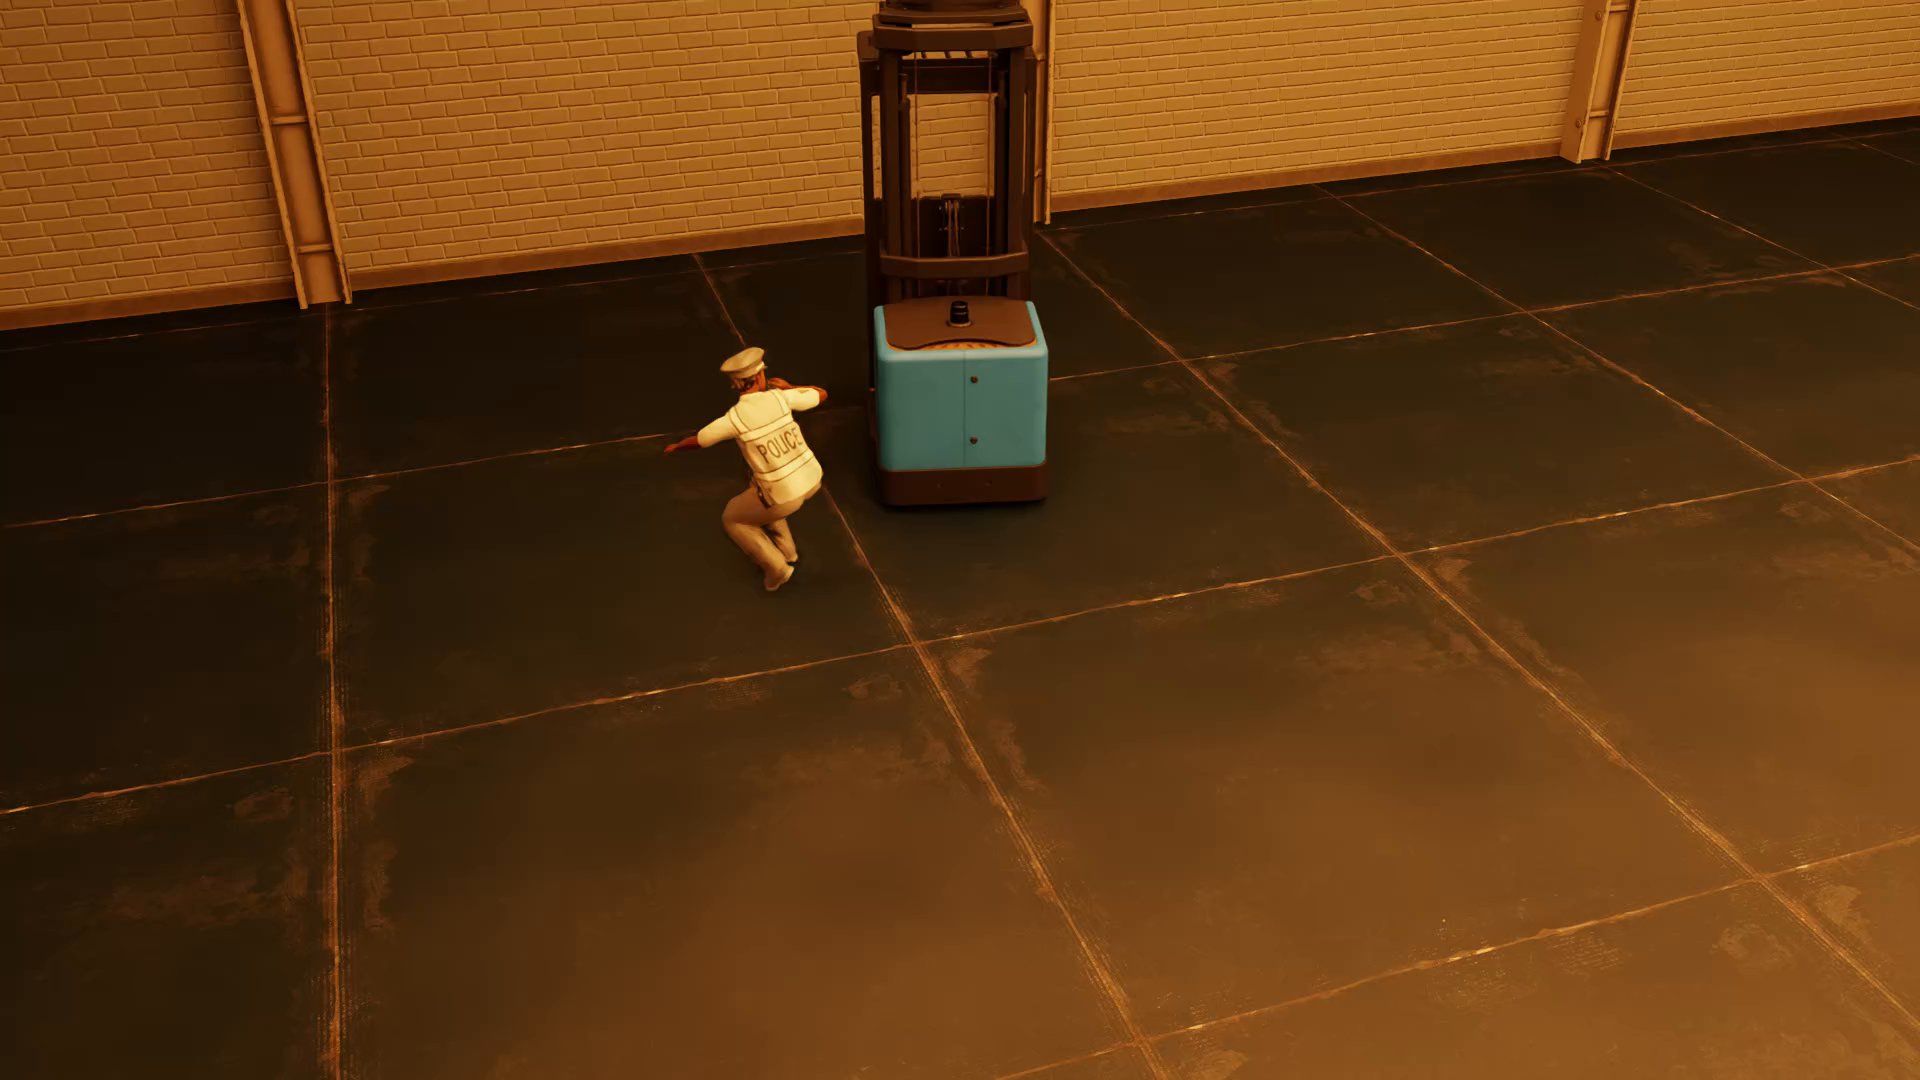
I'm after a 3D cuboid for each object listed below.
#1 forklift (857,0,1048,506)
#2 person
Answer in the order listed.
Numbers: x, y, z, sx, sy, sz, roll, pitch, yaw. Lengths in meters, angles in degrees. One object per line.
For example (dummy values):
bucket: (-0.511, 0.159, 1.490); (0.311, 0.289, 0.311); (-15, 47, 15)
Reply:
forklift: (-0.091, -2.188, 10.890); (1.130, 2.935, 3.031); (-2, 30, -4)
person: (-1.161, -0.445, 9.413); (0.934, 1.397, 0.705); (23, 37, 35)
